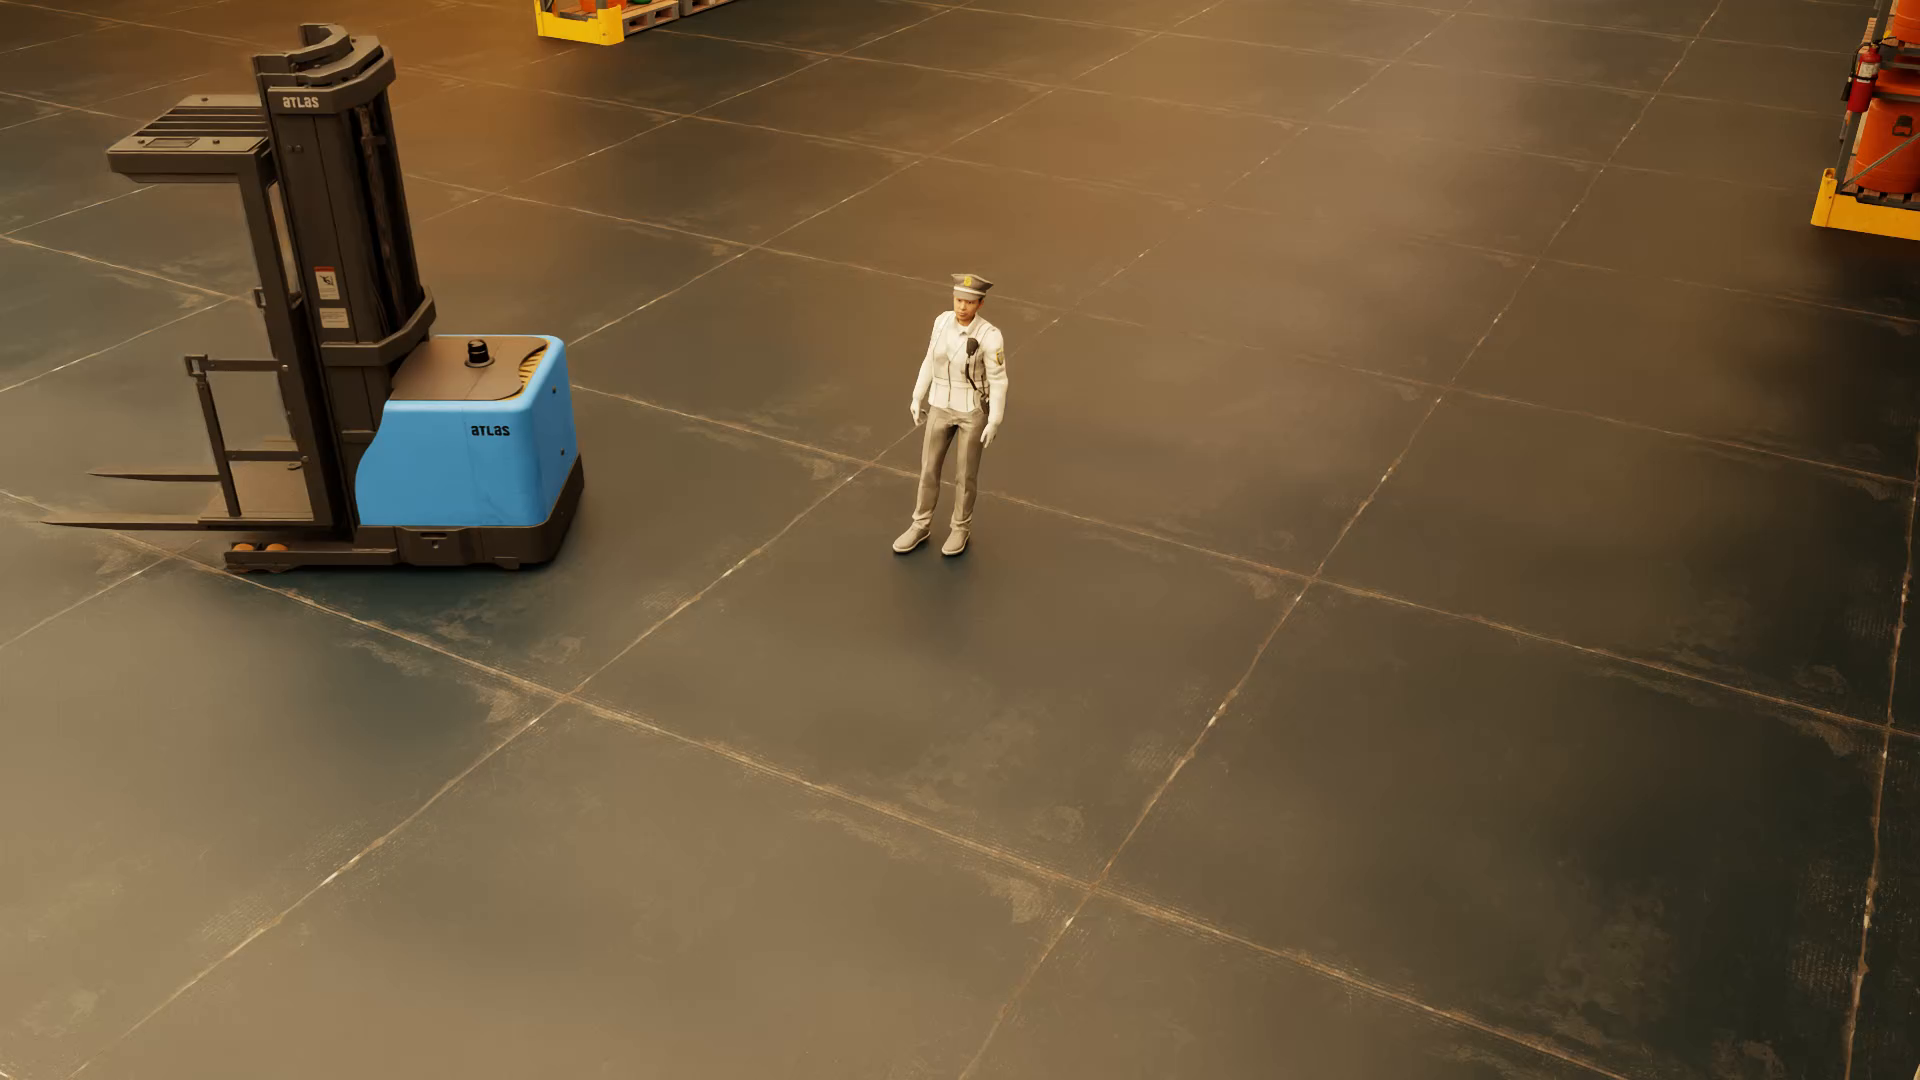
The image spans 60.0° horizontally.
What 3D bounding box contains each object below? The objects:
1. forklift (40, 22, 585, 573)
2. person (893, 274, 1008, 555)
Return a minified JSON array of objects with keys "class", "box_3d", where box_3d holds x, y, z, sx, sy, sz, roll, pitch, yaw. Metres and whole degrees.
[{"class":"forklift","box_3d":[-3.878,-1.342,9.397,3.031,2.935,1.130,0,30,1]},{"class":"person","box_3d":[-0.039,-0.712,9.526,0.587,1.695,0.531,15,33,25]}]
